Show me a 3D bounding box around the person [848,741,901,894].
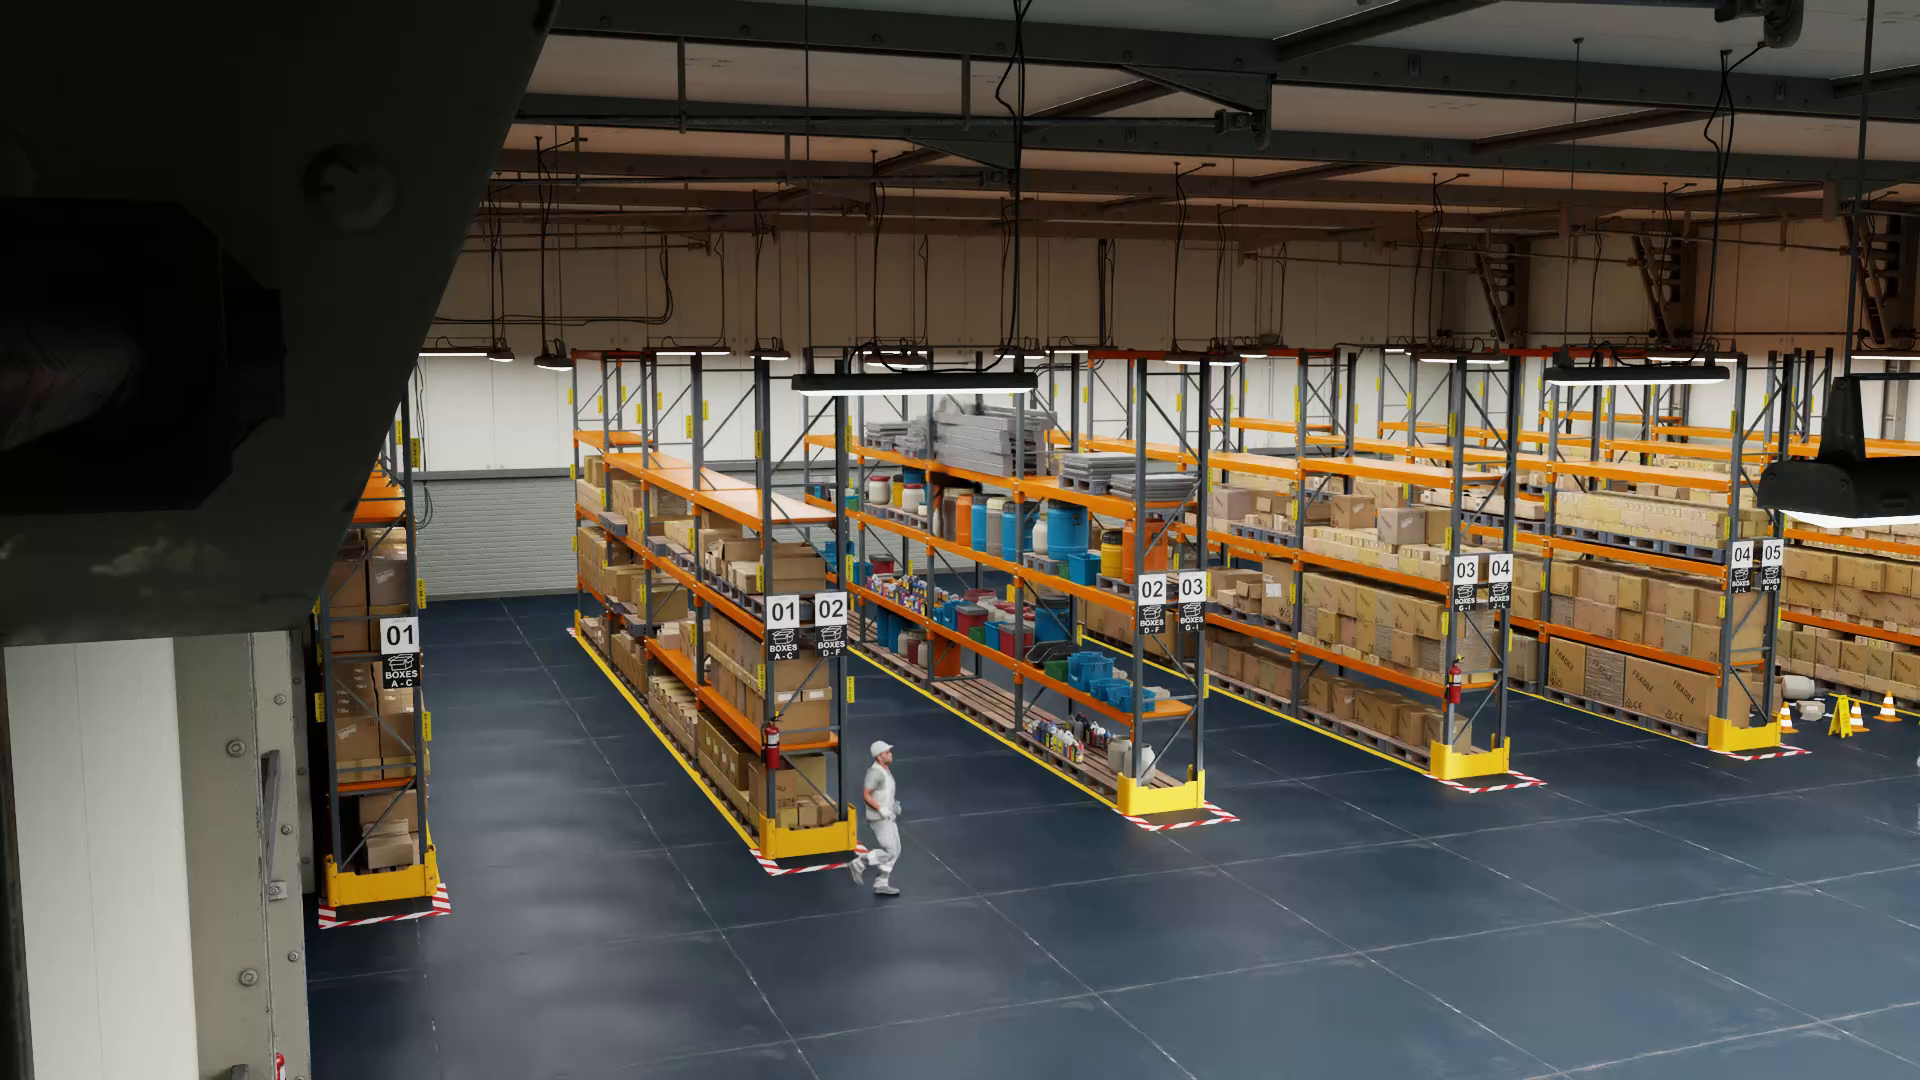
[{"bbox_3d":[-0.954,3.134,18.885,0.586,1.734,0.687,1,7,9],"label":"person"}]
